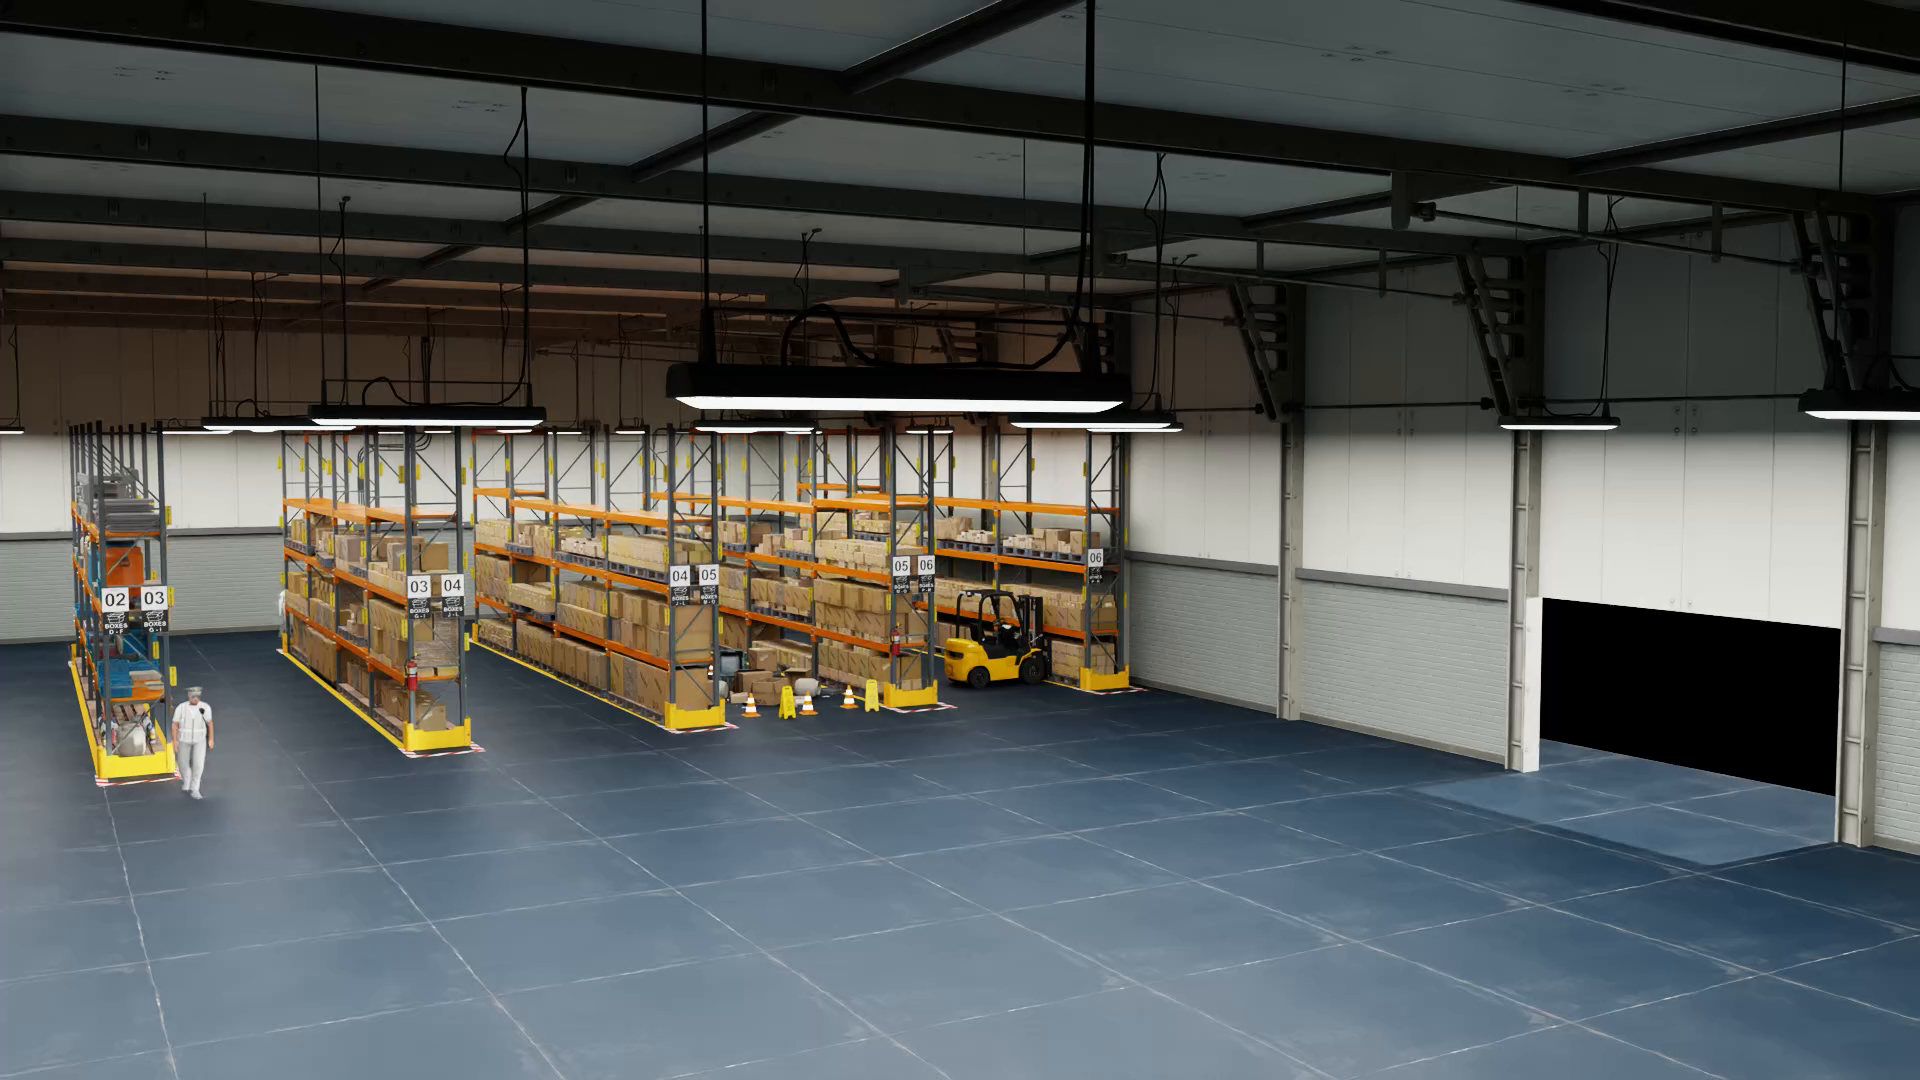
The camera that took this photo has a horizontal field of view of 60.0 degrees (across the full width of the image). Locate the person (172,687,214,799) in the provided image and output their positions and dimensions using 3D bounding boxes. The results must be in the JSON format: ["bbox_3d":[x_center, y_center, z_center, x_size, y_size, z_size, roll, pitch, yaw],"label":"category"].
[{"bbox_3d":[-12.280,3.227,26.634,0.619,1.750,0.777,-2,4,-28],"label":"person"}]

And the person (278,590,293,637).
[{"bbox_3d":[-18.998,1.994,47.034,0.915,1.669,0.528,2,4,27],"label":"person"}]

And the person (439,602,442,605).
[{"bbox_3d":[-15.019,1.827,48.835,0.500,1.733,1.131,0,4,-1],"label":"person"}]
